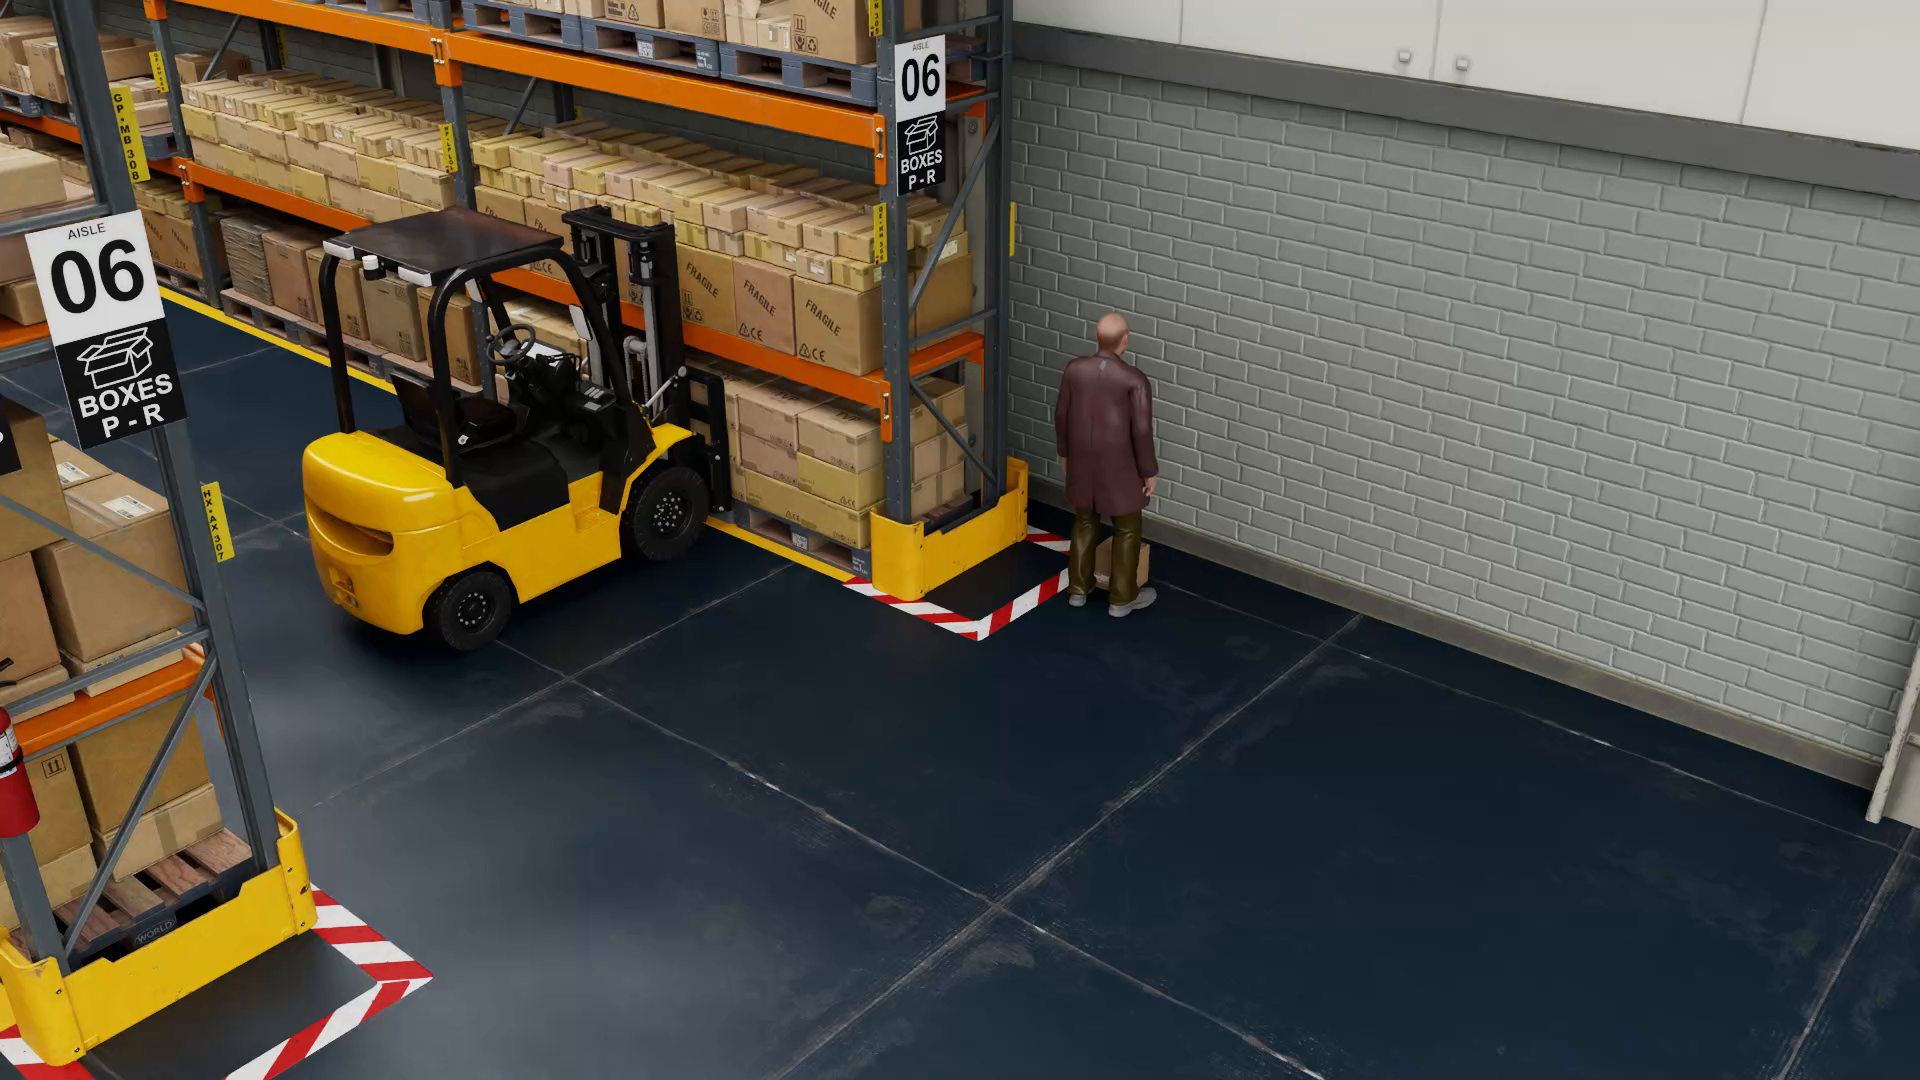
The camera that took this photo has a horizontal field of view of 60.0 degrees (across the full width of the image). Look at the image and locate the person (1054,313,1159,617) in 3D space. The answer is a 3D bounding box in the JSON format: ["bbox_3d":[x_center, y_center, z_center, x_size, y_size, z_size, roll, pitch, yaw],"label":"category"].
[{"bbox_3d":[0.837,-0.400,9.494,0.643,1.707,0.431,16,31,29],"label":"person"}]
